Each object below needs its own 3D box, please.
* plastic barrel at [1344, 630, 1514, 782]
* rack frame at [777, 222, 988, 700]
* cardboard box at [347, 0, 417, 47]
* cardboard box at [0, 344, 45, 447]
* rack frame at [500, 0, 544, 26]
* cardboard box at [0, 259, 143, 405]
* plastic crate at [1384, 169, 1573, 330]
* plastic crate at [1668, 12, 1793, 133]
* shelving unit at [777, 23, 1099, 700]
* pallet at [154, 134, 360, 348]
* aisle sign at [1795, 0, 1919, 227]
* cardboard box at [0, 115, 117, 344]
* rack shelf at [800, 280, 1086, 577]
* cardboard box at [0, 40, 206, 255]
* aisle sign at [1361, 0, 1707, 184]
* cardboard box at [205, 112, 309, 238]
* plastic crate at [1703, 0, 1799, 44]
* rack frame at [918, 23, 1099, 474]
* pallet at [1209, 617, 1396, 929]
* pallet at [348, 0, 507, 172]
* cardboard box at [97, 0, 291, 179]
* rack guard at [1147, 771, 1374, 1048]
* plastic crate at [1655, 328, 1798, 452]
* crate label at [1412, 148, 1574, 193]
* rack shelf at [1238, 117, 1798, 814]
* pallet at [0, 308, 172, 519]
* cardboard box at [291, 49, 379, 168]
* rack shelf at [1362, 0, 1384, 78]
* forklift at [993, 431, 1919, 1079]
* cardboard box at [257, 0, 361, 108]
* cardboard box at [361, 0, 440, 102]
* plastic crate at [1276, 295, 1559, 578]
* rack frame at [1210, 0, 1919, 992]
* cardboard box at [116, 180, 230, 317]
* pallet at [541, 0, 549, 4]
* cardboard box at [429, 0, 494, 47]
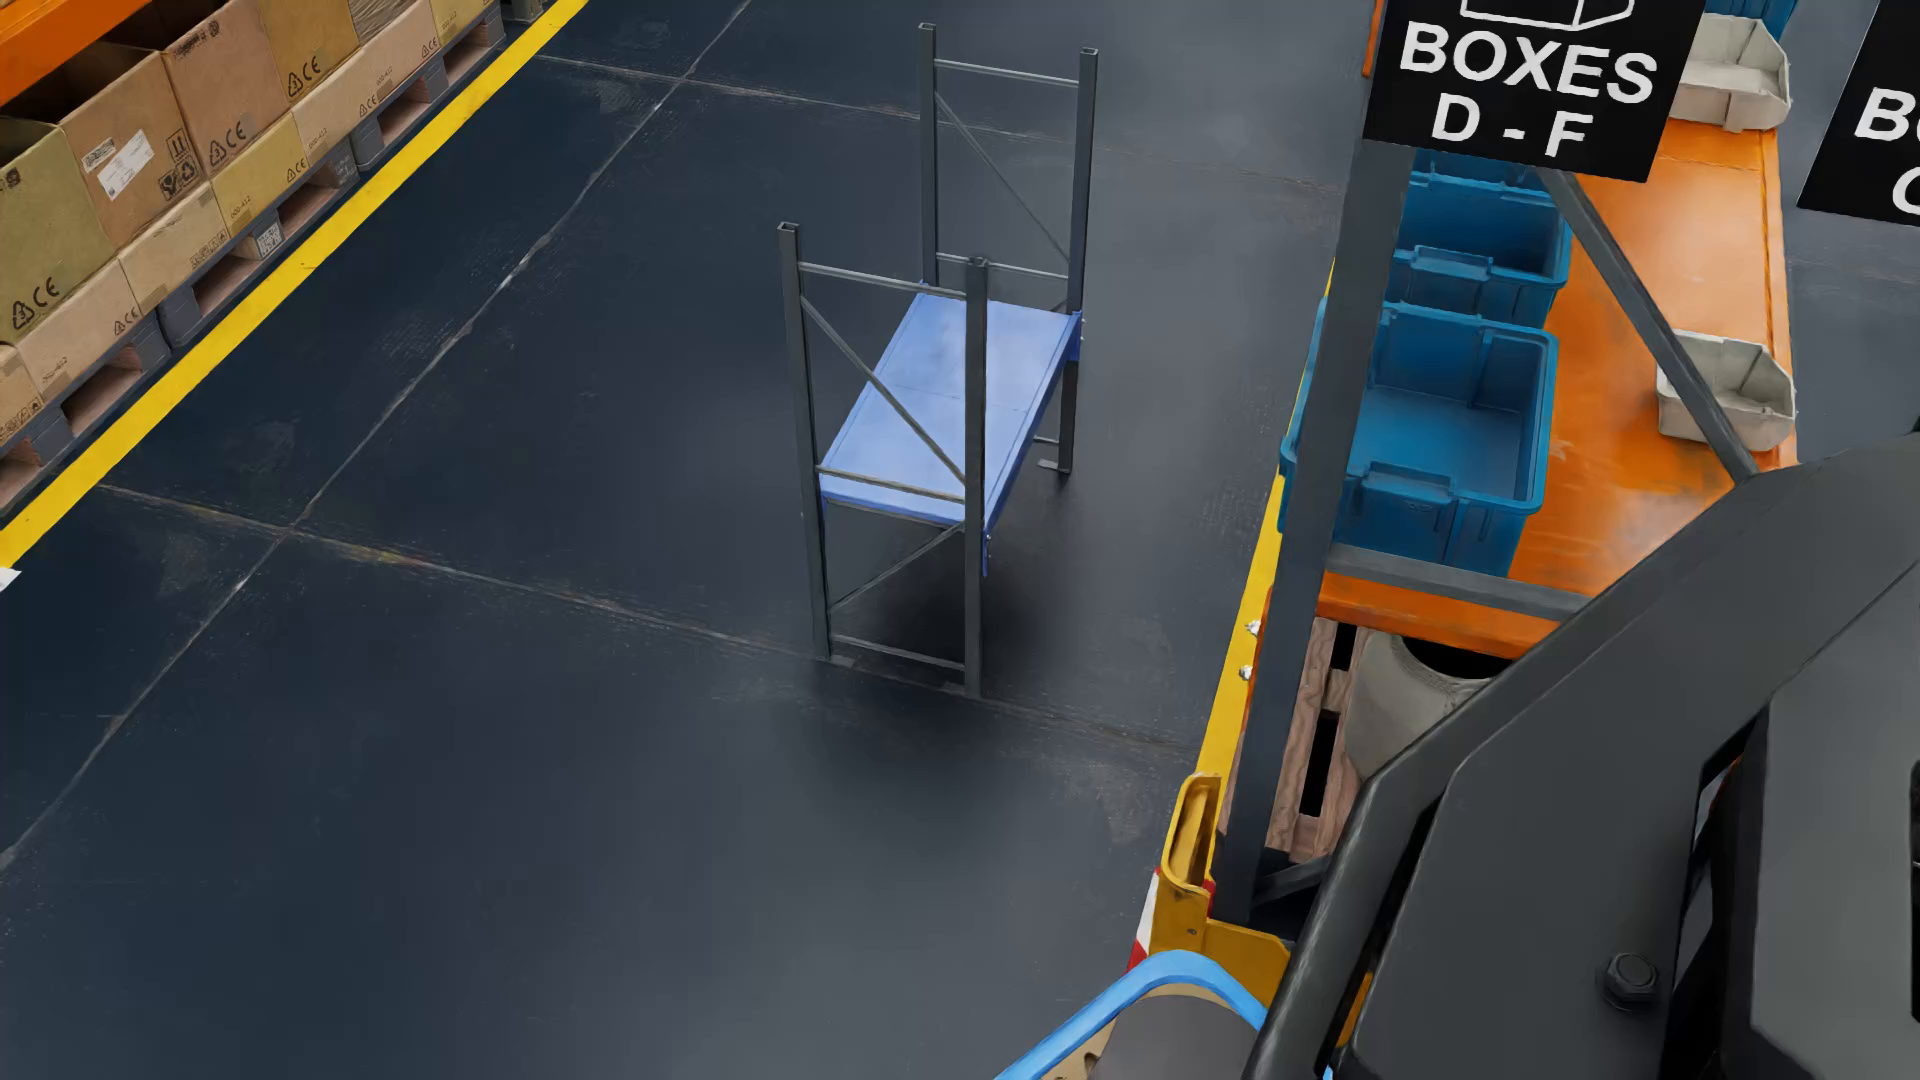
[{"bbox_3d":[1.199,0.408,4.167,0.421,0.512,0.421,0,44,0],"label":"plastic barrel"},{"bbox_3d":[-0.180,-0.140,4.321,0.500,1.500,0.032,13,46,12],"label":"rack frame"},{"bbox_3d":[-2.530,-2.344,6.630,0.500,0.500,0.500,13,46,13],"label":"cardboard box"},{"bbox_3d":[-3.272,-0.406,5.186,0.500,0.250,0.500,13,46,13],"label":"cardboard box"},{"bbox_3d":[-2.435,-3.594,6.779,1.000,3.000,0.127,13,46,13],"label":"rack frame"},{"bbox_3d":[-3.124,-0.740,5.527,0.500,0.250,0.500,13,46,13],"label":"cardboard box"},{"bbox_3d":[1.141,-0.652,3.878,0.499,0.251,0.408,13,46,13],"label":"plastic crate"},{"bbox_3d":[2.034,-1.313,4.635,0.530,0.136,0.437,13,46,13],"label":"plastic crate"},{"bbox_3d":[-0.026,-0.479,4.667,0.538,1.500,1.048,13,46,12],"label":"shelving unit"},{"bbox_3d":[-3.084,-1.261,6.387,1.003,0.211,1.213,13,46,13],"label":"pallet"},{"bbox_3d":[1.330,-0.696,1.958,0.394,0.787,0.004,13,46,13],"label":"aisle sign"},{"bbox_3d":[-3.123,-1.008,5.265,0.500,0.500,0.500,13,46,13],"label":"cardboard box"},{"bbox_3d":[-0.026,-0.351,4.793,0.538,0.185,1.000,13,46,12],"label":"rack shelf"},{"bbox_3d":[-2.983,-1.344,5.608,0.500,0.500,0.500,13,46,13],"label":"cardboard box"},{"bbox_3d":[0.768,-0.821,2.085,0.394,0.787,0.004,13,46,13],"label":"aisle sign"},{"bbox_3d":[-2.816,-1.405,6.207,0.500,0.250,0.500,13,46,13],"label":"cardboard box"},{"bbox_3d":[2.208,-1.694,4.943,0.499,0.251,0.616,13,46,13],"label":"plastic crate"},{"bbox_3d":[0.128,-0.818,5.014,0.500,1.500,0.032,13,46,12],"label":"rack frame"},{"bbox_3d":[1.302,0.519,4.569,1.003,0.211,1.213,13,46,13],"label":"pallet"},{"bbox_3d":[-2.716,-2.077,7.221,1.003,0.211,1.213,13,46,13],"label":"pallet"},{"bbox_3d":[-2.815,-1.673,5.945,0.500,0.500,0.500,13,46,13],"label":"cardboard box"},{"bbox_3d":[1.051,0.956,3.915,1.175,0.500,0.348,13,46,13],"label":"rack guard"},{"bbox_3d":[1.651,-0.311,3.611,0.298,0.136,0.250,13,46,13],"label":"plastic crate"},{"bbox_3d":[1.373,-1.173,4.279,0.502,0.435,0.616,13,46,13],"label":"crate label"},{"bbox_3d":[1.679,-0.953,4.593,1.077,0.370,4.000,13,46,13],"label":"rack shelf"},{"bbox_3d":[-3.455,-0.450,5.559,1.003,0.211,1.213,13,46,13],"label":"pallet"},{"bbox_3d":[-2.666,-1.739,6.548,0.500,0.250,0.500,13,46,13],"label":"cardboard box"},{"bbox_3d":[1.679,-2.025,3.544,1.077,0.370,4.000,13,46,13],"label":"rack shelf"},{"bbox_3d":[0.982,1.439,1.684,1.130,2.935,3.031,-31,52,-27],"label":"forklift"},{"bbox_3d":[-2.678,-2.010,6.288,0.500,0.500,0.500,13,46,13],"label":"cardboard box"},{"bbox_3d":[-2.528,-2.075,6.892,0.500,0.250,0.500,13,46,13],"label":"cardboard box"},{"bbox_3d":[0.939,-0.220,3.437,0.499,0.251,0.616,13,46,13],"label":"plastic crate"},{"bbox_3d":[1.073,0.123,2.979,1.000,3.000,0.127,13,46,13],"label":"rack frame"},{"bbox_3d":[-2.972,-1.073,5.868,0.500,0.250,0.500,13,46,13],"label":"cardboard box"},{"bbox_3d":[-2.249,-3.097,8.264,1.003,0.211,1.213,13,46,13],"label":"pallet"},{"bbox_3d":[-2.367,-2.406,7.230,0.500,0.250,0.500,13,46,13],"label":"cardboard box"}]
